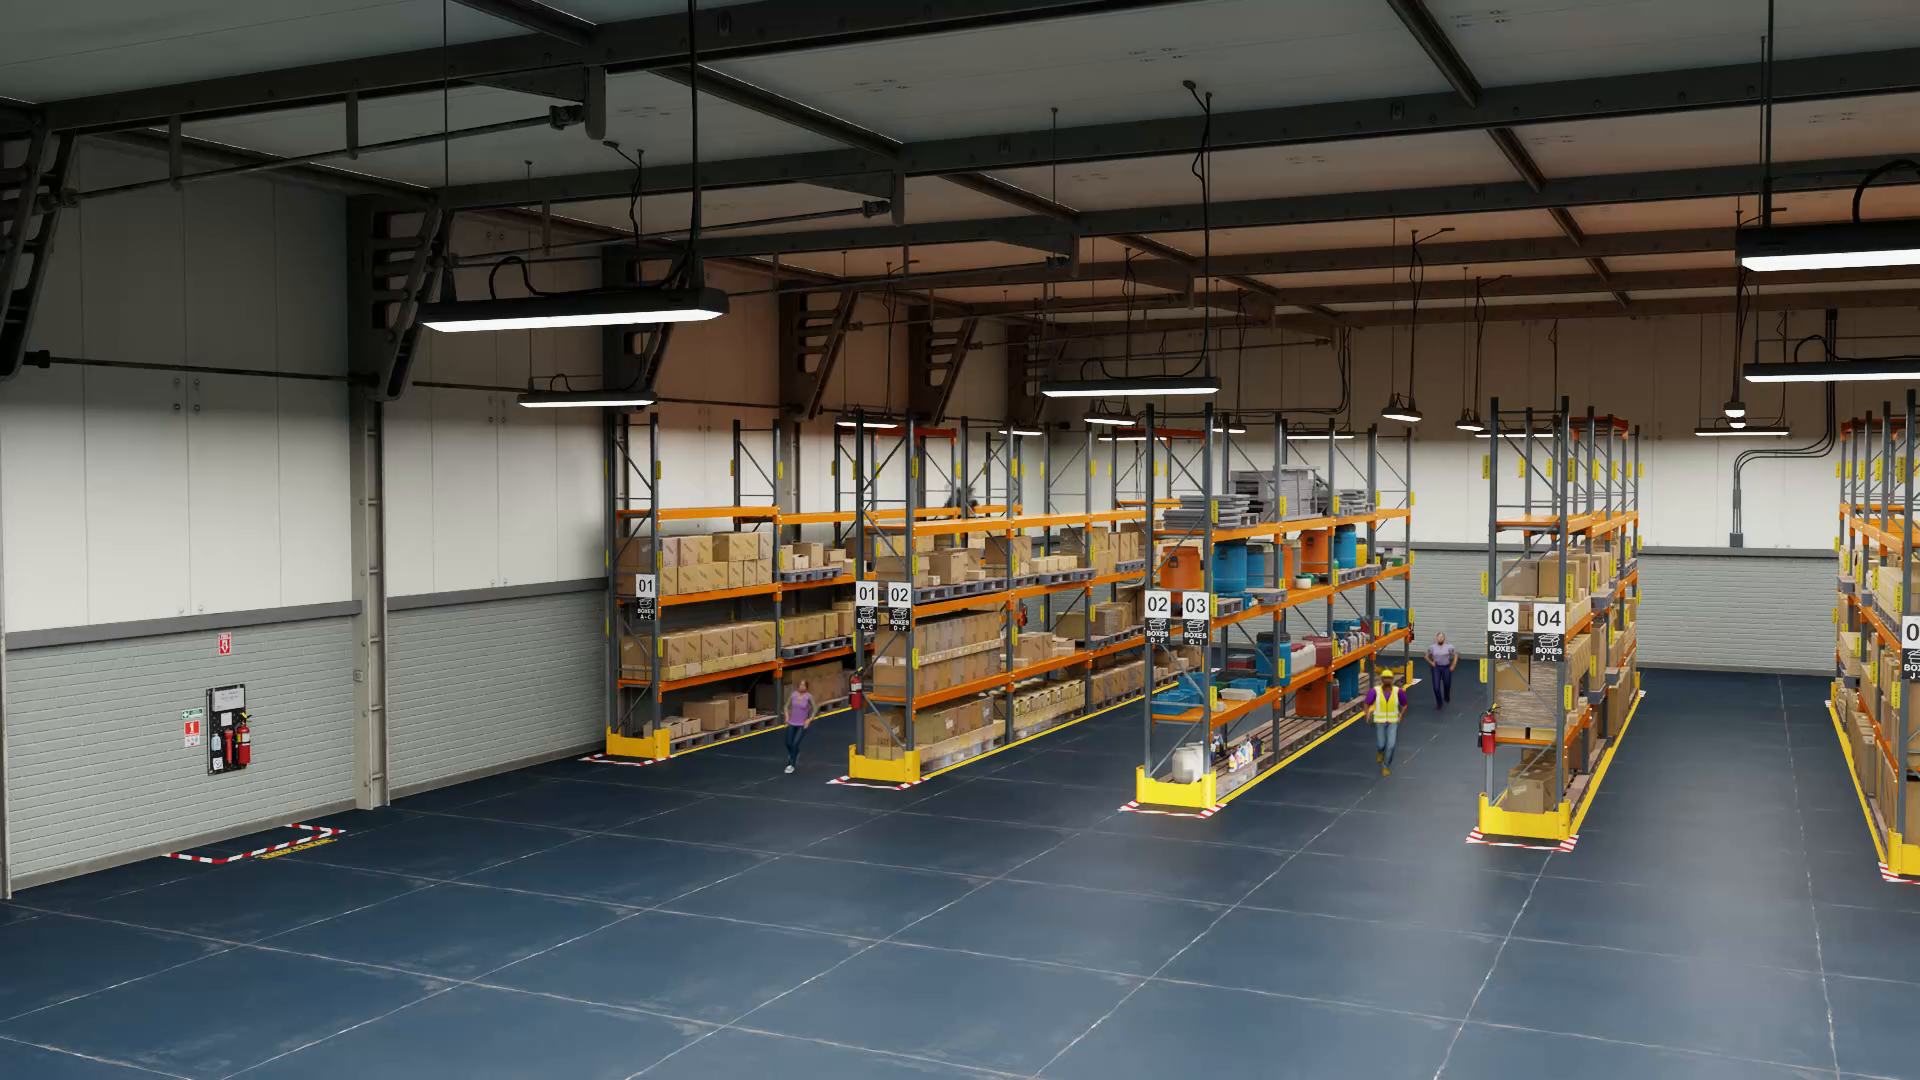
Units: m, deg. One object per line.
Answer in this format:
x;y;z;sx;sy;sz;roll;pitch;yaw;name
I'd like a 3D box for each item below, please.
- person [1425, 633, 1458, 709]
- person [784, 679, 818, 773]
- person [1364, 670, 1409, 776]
10.078;2.743;34.828;0.661;1.606;0.535;1;2;16;person
-2.647;3.071;27.649;0.579;1.543;0.528;0;2;9;person
7.037;3.002;27.433;0.716;1.731;0.583;0;2;10;person
